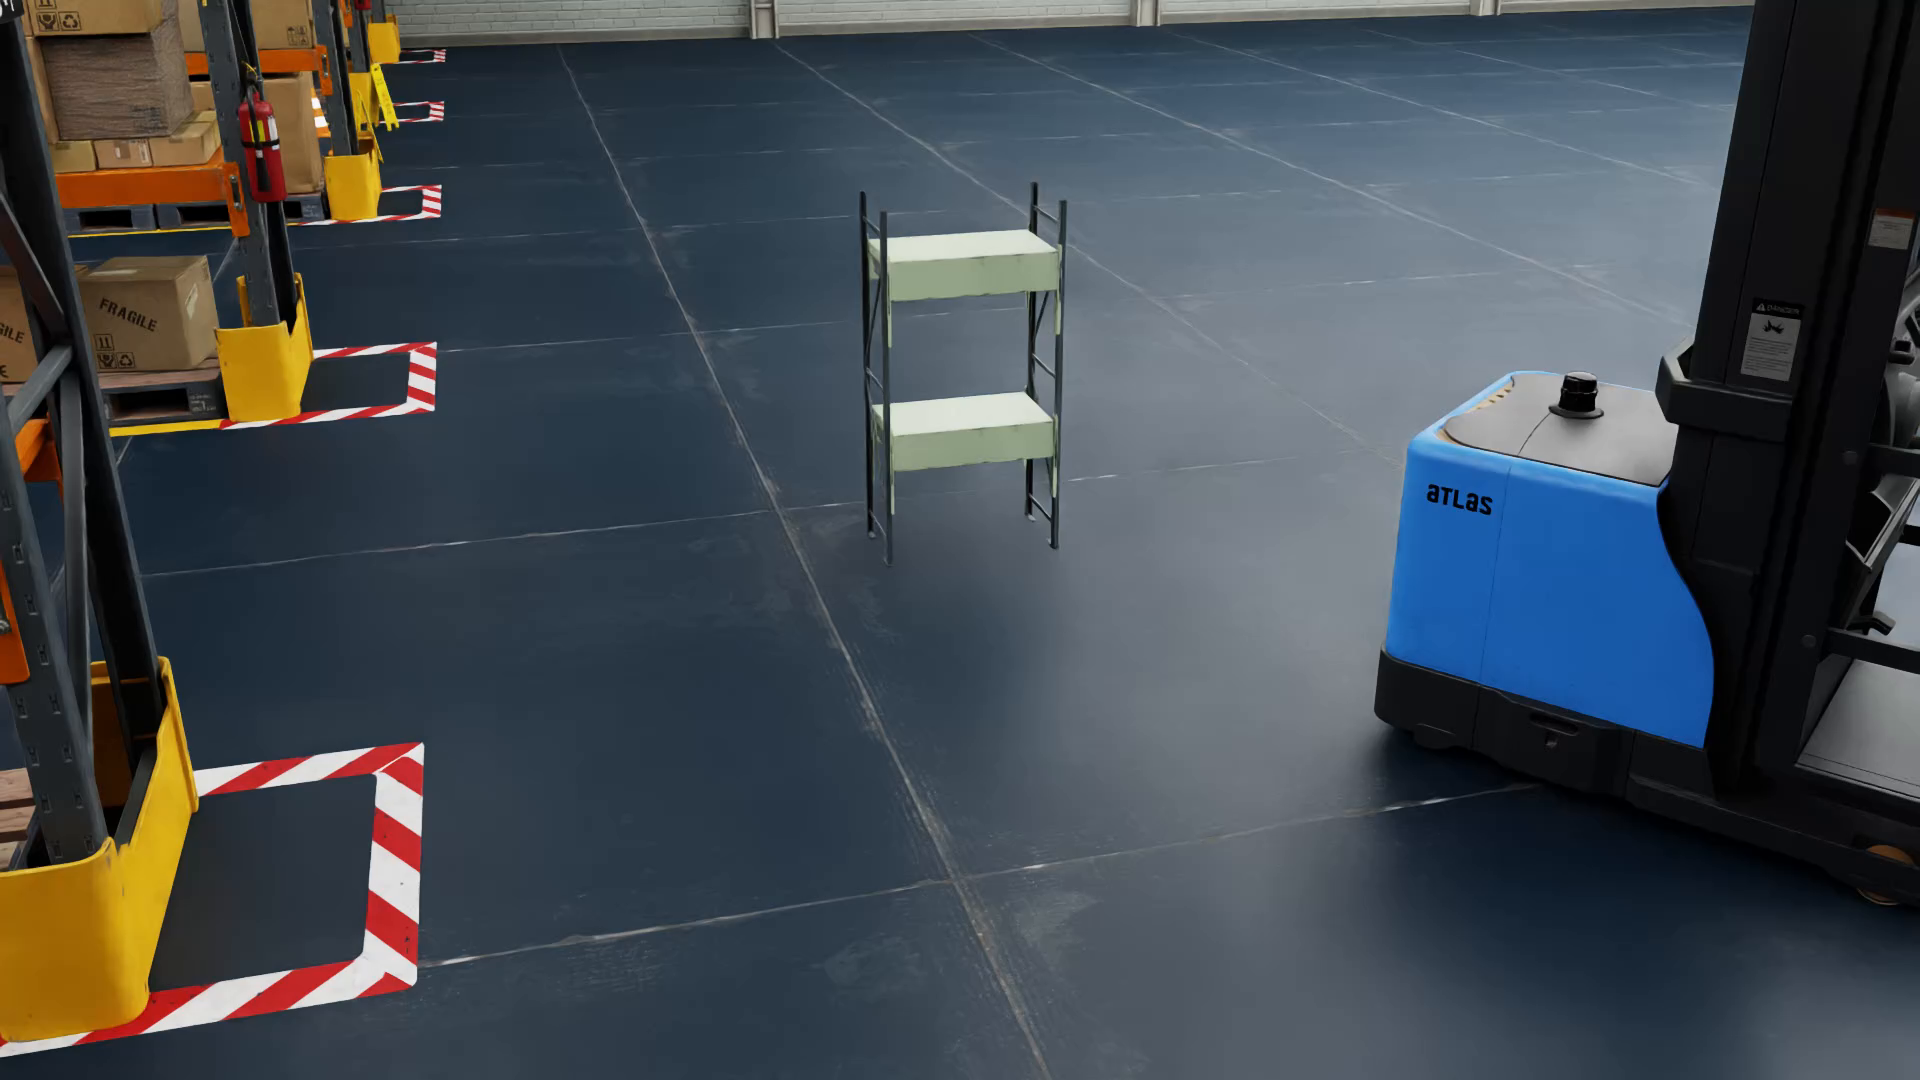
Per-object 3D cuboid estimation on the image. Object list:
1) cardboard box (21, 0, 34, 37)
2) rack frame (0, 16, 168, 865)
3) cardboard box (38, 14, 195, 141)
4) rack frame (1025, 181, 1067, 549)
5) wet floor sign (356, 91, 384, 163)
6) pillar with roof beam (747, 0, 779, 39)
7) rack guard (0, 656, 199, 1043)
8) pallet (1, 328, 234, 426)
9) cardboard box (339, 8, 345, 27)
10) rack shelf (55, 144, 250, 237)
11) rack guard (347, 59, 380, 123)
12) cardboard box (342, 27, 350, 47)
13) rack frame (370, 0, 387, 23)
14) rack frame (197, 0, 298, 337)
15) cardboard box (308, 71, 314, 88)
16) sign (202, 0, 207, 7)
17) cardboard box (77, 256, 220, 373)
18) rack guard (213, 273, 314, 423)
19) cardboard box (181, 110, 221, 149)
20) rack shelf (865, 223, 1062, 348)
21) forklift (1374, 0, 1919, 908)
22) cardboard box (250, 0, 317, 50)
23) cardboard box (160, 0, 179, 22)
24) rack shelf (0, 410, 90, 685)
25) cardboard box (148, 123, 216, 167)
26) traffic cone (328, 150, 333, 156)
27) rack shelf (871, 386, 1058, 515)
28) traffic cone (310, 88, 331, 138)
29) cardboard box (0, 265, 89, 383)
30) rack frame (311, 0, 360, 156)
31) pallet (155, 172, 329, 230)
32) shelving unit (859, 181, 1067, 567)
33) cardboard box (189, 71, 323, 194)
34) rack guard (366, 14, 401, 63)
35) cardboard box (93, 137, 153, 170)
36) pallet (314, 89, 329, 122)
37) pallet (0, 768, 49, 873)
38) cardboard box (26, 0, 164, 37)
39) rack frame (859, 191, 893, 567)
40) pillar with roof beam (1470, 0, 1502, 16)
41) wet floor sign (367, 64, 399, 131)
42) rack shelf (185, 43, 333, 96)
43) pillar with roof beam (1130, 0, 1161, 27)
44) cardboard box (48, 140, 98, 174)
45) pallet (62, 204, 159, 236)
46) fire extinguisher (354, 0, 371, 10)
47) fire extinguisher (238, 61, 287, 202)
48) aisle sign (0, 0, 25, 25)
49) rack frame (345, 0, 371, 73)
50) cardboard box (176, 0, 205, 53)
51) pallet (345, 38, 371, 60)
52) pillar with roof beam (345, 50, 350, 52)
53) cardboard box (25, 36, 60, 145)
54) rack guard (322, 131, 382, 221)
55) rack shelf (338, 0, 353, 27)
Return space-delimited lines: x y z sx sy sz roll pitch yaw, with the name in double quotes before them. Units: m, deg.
"cardboard box" -4.672 -2.667 7.890 0.500 0.500 0.500 -6 24 -14
"rack frame" -2.391 -0.352 4.267 0.127 3.000 1.000 -6 24 -14
"cardboard box" -4.266 -2.367 8.459 0.500 0.500 0.875 -6 24 -14
"rack frame" 0.359 -0.729 7.047 0.023 1.500 0.400 -6 24 -14
"wet floor sign" -5.479 -3.800 15.287 0.232 0.644 0.267 -11 25 -23
"pillar with roof beam" -1.724 -9.909 18.931 0.400 9.000 9.100 -6 24 -14
"rack guard" -2.452 0.822 4.700 0.348 0.500 1.175 -6 24 -14
"pallet" -4.594 -0.870 9.010 1.213 0.211 1.003 -6 24 -14
"cardboard box" -8.135 -6.868 21.772 0.500 0.250 0.500 -7 24 -15
"rack shelf" -5.655 -1.689 8.295 4.000 0.370 1.077 -6 24 -14
"rack guard" -6.479 -4.838 17.892 0.348 0.500 1.175 -6 24 -14
"cardboard box" -8.117 -6.639 21.872 0.500 0.250 0.500 -6 24 -14
"rack frame" -7.750 -7.879 21.809 0.127 3.000 1.000 -6 24 -14
"rack frame" -3.729 -2.233 8.650 0.127 3.000 1.000 -6 24 -14
"cardboard box" -7.257 -4.944 17.922 0.500 0.250 0.500 -7 24 -15
"sign" -3.598 -2.697 7.863 0.005 0.325 0.100 -6 24 -14
"cardboard box" -4.335 -1.217 8.919 0.500 0.500 0.500 -2 23 -5
"rack guard" -3.802 -1.076 9.124 0.348 0.500 1.175 -6 24 -14
"cardboard box" -4.068 -2.177 8.839 0.250 0.149 0.380 -6 24 -14
"rack shelf" 0.006 -1.049 6.802 0.720 0.370 0.431 -6 24 -14
"forklift" 2.901 -0.486 4.666 3.031 2.935 1.130 17 28 34
"cardboard box" -5.317 -4.139 12.902 0.550 0.550 0.875 -6 24 -14
"cardboard box" -4.332 -2.920 8.479 0.500 0.500 0.500 -6 24 -14
"rack shelf" -4.317 0.191 3.913 4.000 0.370 1.077 -6 24 -14
"cardboard box" -3.948 -2.009 8.446 0.250 0.149 0.380 -6 24 -14
"traffic cone" -5.844 -3.909 15.772 0.334 0.463 0.336 -6 24 -14
"rack shelf" 0.006 -0.390 7.084 0.720 0.370 0.431 -6 24 -14
"traffic cone" -6.472 -4.294 16.670 0.334 0.463 0.336 -6 24 -14
"cardboard box" -4.901 -1.140 8.741 0.500 0.500 0.500 0 23 0
"rack frame" -4.972 -4.127 13.063 0.127 3.000 1.000 -6 24 -14
"pallet" -5.720 -2.730 13.345 1.213 0.211 1.003 -6 24 -14
"shelving unit" 0.006 -0.690 6.956 0.755 1.500 0.431 -6 24 -14
"cardboard box" -5.607 -3.246 13.173 0.875 0.875 0.875 -6 24 -14
"rack guard" -7.727 -6.733 22.308 0.348 0.500 1.175 -6 24 -14
"cardboard box" -4.189 -1.982 8.384 0.250 0.149 0.380 -6 24 -14
"pallet" -7.271 -4.633 17.779 1.213 0.211 1.003 -6 24 -14
"pallet" -3.235 1.040 4.560 1.213 0.211 1.003 -6 24 -14
"cardboard box" -4.192 -2.723 8.019 0.500 0.500 0.500 -6 24 -14
"rack frame" -0.346 -0.651 6.865 0.023 1.500 0.400 -6 24 -14
"pillar with roof beam" 9.829 -11.187 21.910 0.400 9.000 9.100 -6 24 -14
"wet floor sign" -5.934 -4.527 16.983 0.232 0.644 0.267 2 23 4
"rack shelf" -6.897 -3.583 12.709 4.000 0.370 1.077 -6 24 -14
"pillar with roof beam" 4.053 -10.548 20.420 0.400 9.000 9.100 -6 24 -14
"cardboard box" -4.415 -1.936 8.277 0.250 0.149 0.380 -6 24 -14
"pallet" -6.893 -2.602 13.046 1.213 0.211 1.003 -6 24 -14
"fire extinguisher" -6.171 -5.797 17.054 0.183 0.674 0.296 -6 24 -14
"fire extinguisher" -3.494 -2.034 8.285 0.183 0.674 0.296 -6 24 -14
"aisle sign" -2.401 -1.666 4.032 0.004 0.787 0.394 -6 24 -14
"rack frame" -6.406 -5.995 17.418 0.127 3.000 1.000 -6 24 -14
"cardboard box" -5.840 -4.072 12.746 0.550 0.550 0.875 -6 24 -14
"pallet" -8.475 -6.501 22.132 1.213 0.211 1.003 -6 24 -14
"pillar with roof beam" -7.501 -9.270 17.442 0.400 9.000 9.100 -6 24 -14
"cardboard box" -4.715 -2.268 8.229 0.500 0.500 0.875 -6 24 -14
"rack guard" -4.948 -2.980 13.562 0.348 0.500 1.175 -6 24 -14
"rack shelf" -8.332 -5.452 17.063 4.000 0.370 1.077 -6 24 -14
